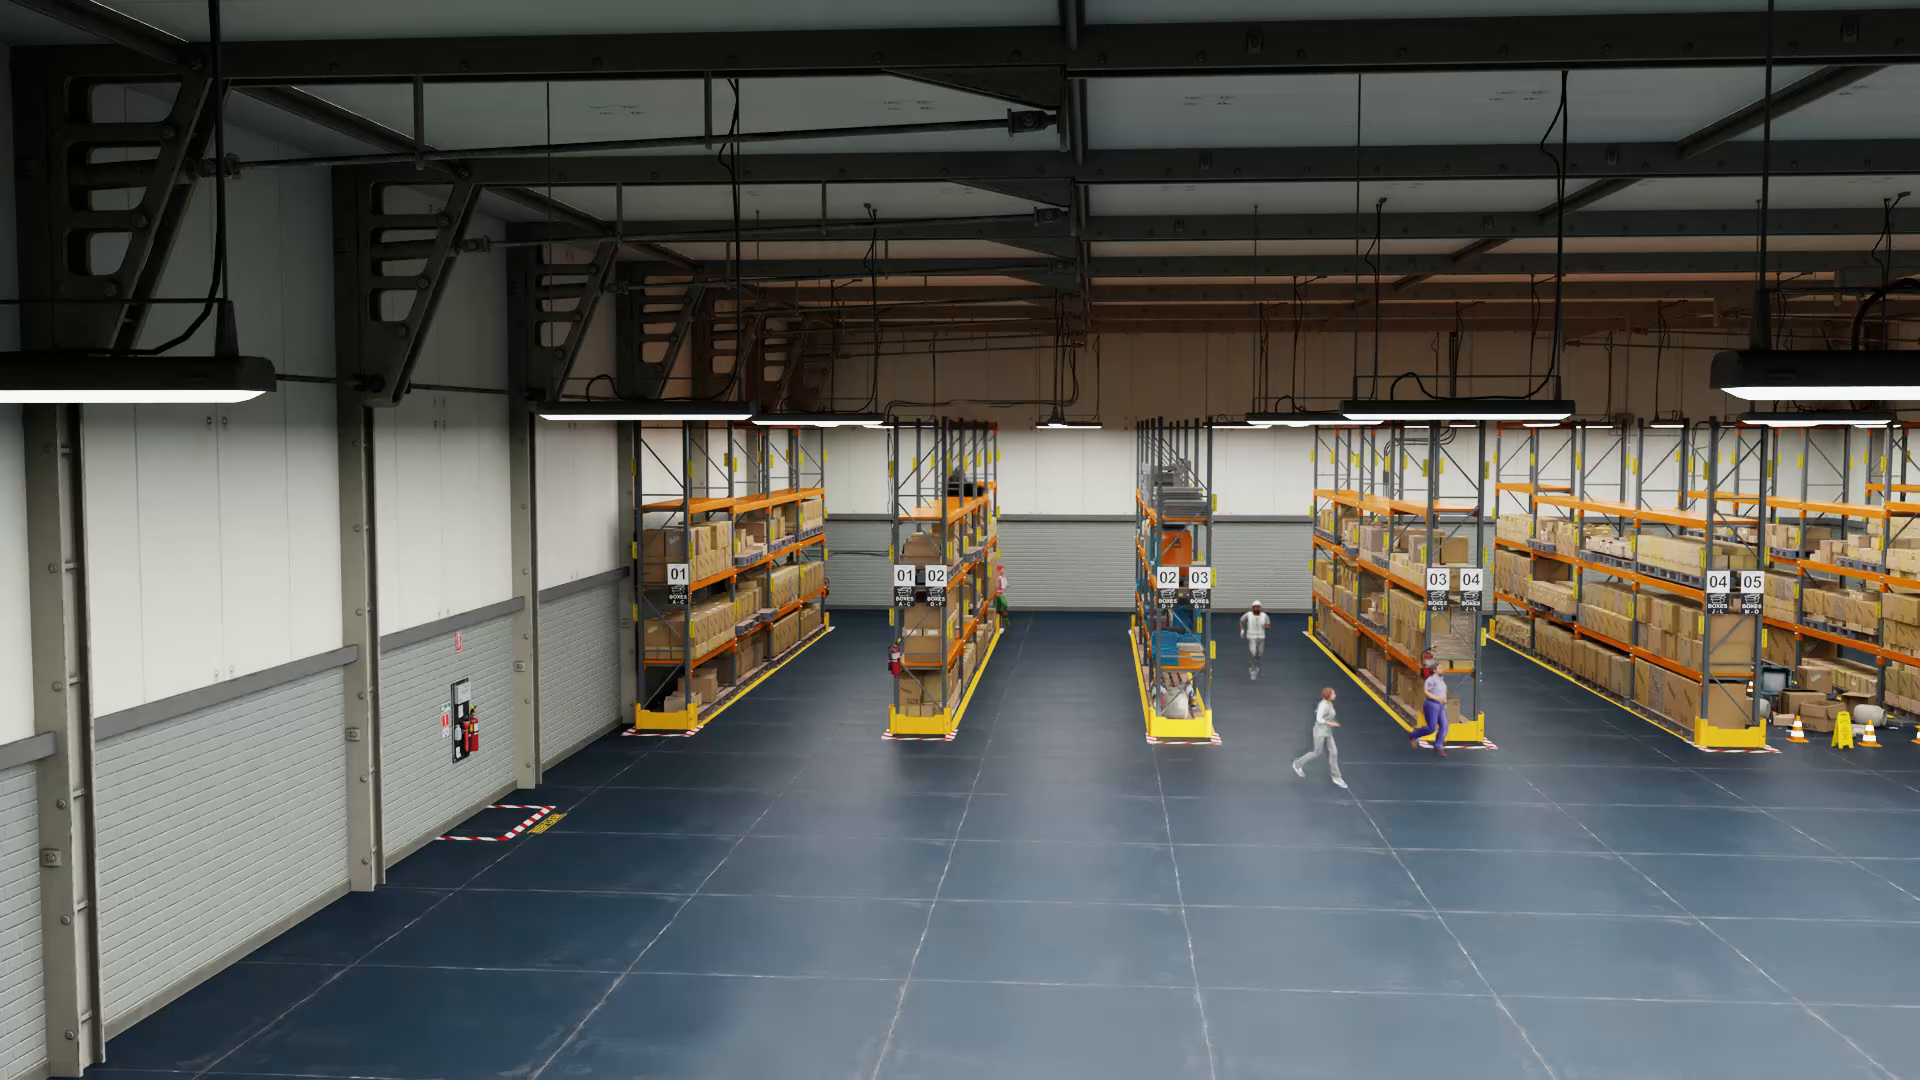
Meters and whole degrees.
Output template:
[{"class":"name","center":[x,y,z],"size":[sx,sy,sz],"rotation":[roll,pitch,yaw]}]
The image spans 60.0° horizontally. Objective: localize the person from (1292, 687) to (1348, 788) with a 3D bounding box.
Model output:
[{"class":"person","center":[5.847,3.165,26.944],"size":[0.931,1.599,0.563],"rotation":[2,4,30]}]

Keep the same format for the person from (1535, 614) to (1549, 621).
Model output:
[{"class":"person","center":[16.352,1.854,46.997],"size":[0.788,1.632,0.737],"rotation":[-3,5,-42]}]

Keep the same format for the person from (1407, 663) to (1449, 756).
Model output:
[{"class":"person","center":[8.405,2.999,29.614],"size":[0.757,1.624,0.611],"rotation":[3,5,42]}]

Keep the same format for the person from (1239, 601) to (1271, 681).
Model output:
[{"class":"person","center":[6.845,2.319,38.493],"size":[0.666,1.843,0.782],"rotation":[0,4,-6]}]

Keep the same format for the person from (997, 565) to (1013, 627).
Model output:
[{"class":"person","center":[1.187,1.630,48.874],"size":[0.932,1.796,0.667],"rotation":[2,4,32]}]
